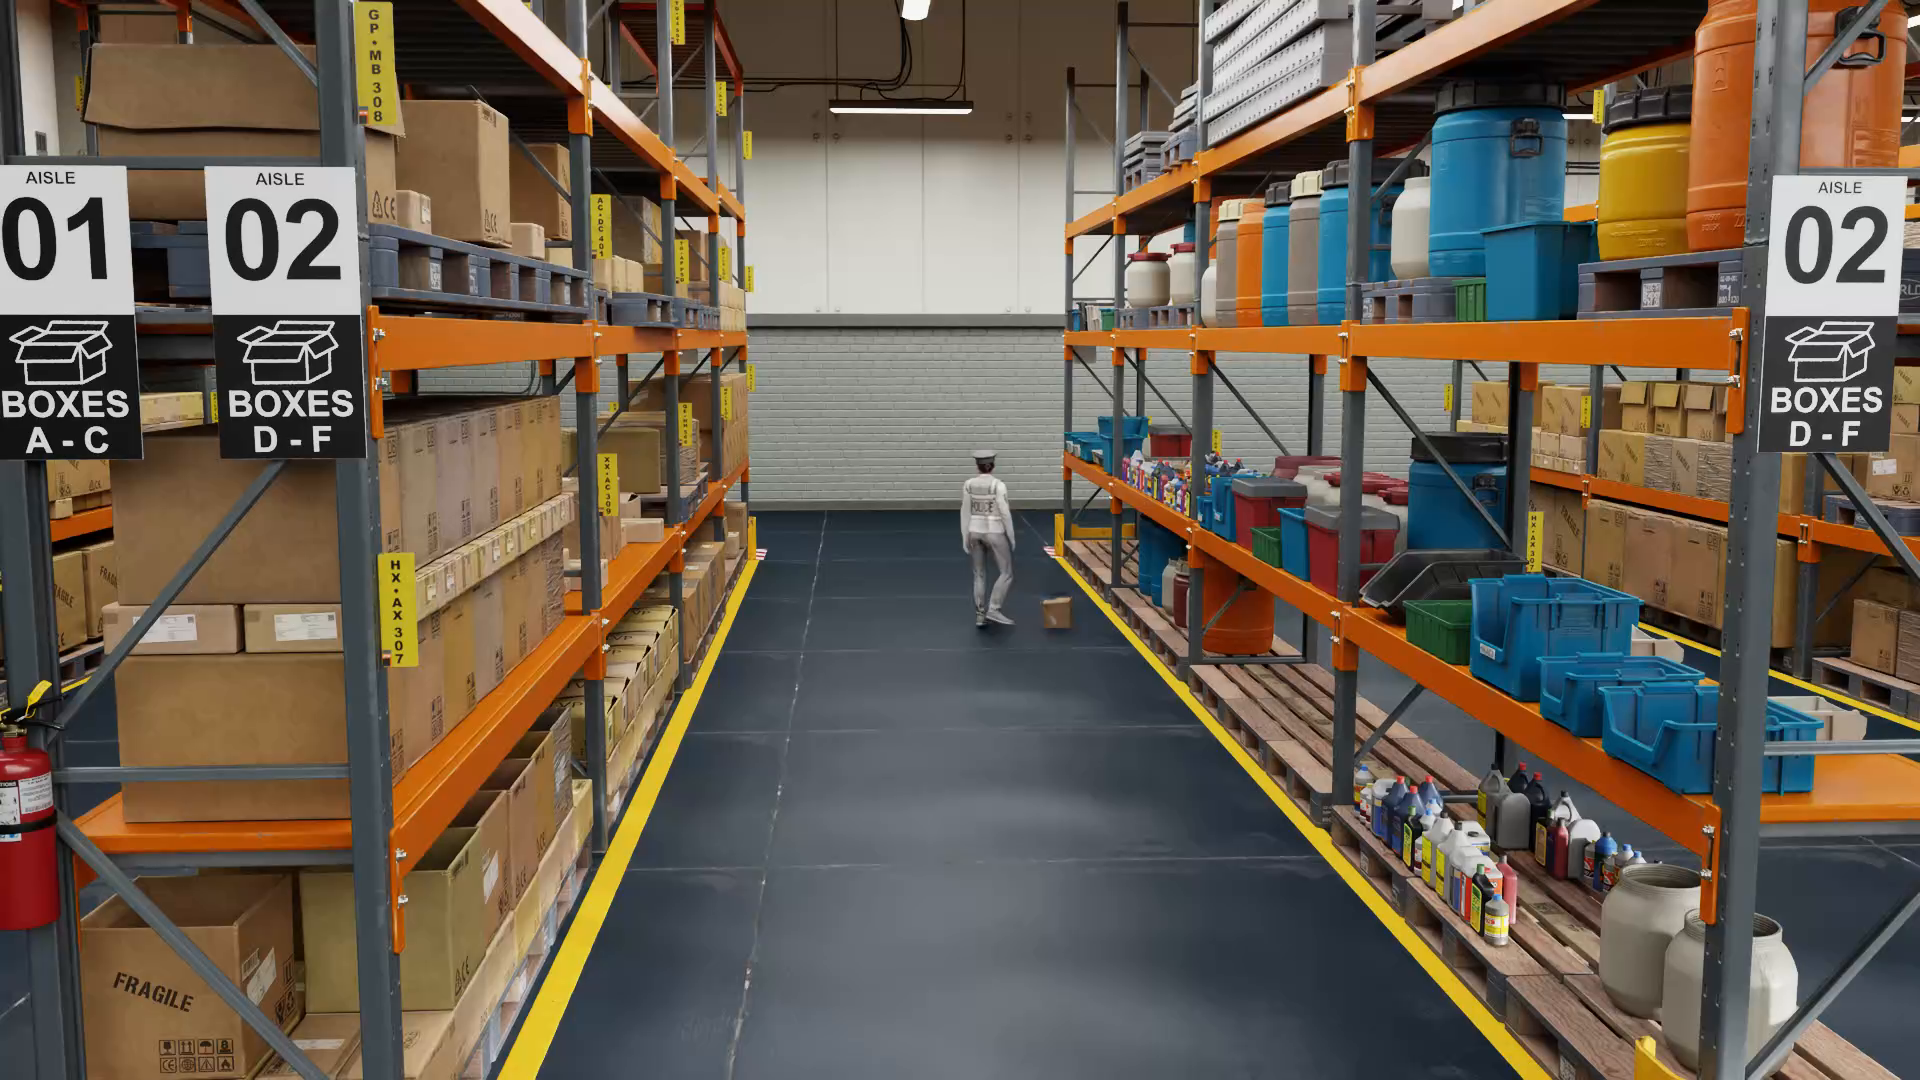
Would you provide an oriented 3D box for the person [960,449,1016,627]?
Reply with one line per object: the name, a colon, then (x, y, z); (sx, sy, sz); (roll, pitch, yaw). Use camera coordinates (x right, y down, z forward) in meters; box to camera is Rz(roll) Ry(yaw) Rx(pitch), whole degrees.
person: (0.282, -0.012, 15.685); (0.645, 1.661, 0.435); (4, 8, 31)
